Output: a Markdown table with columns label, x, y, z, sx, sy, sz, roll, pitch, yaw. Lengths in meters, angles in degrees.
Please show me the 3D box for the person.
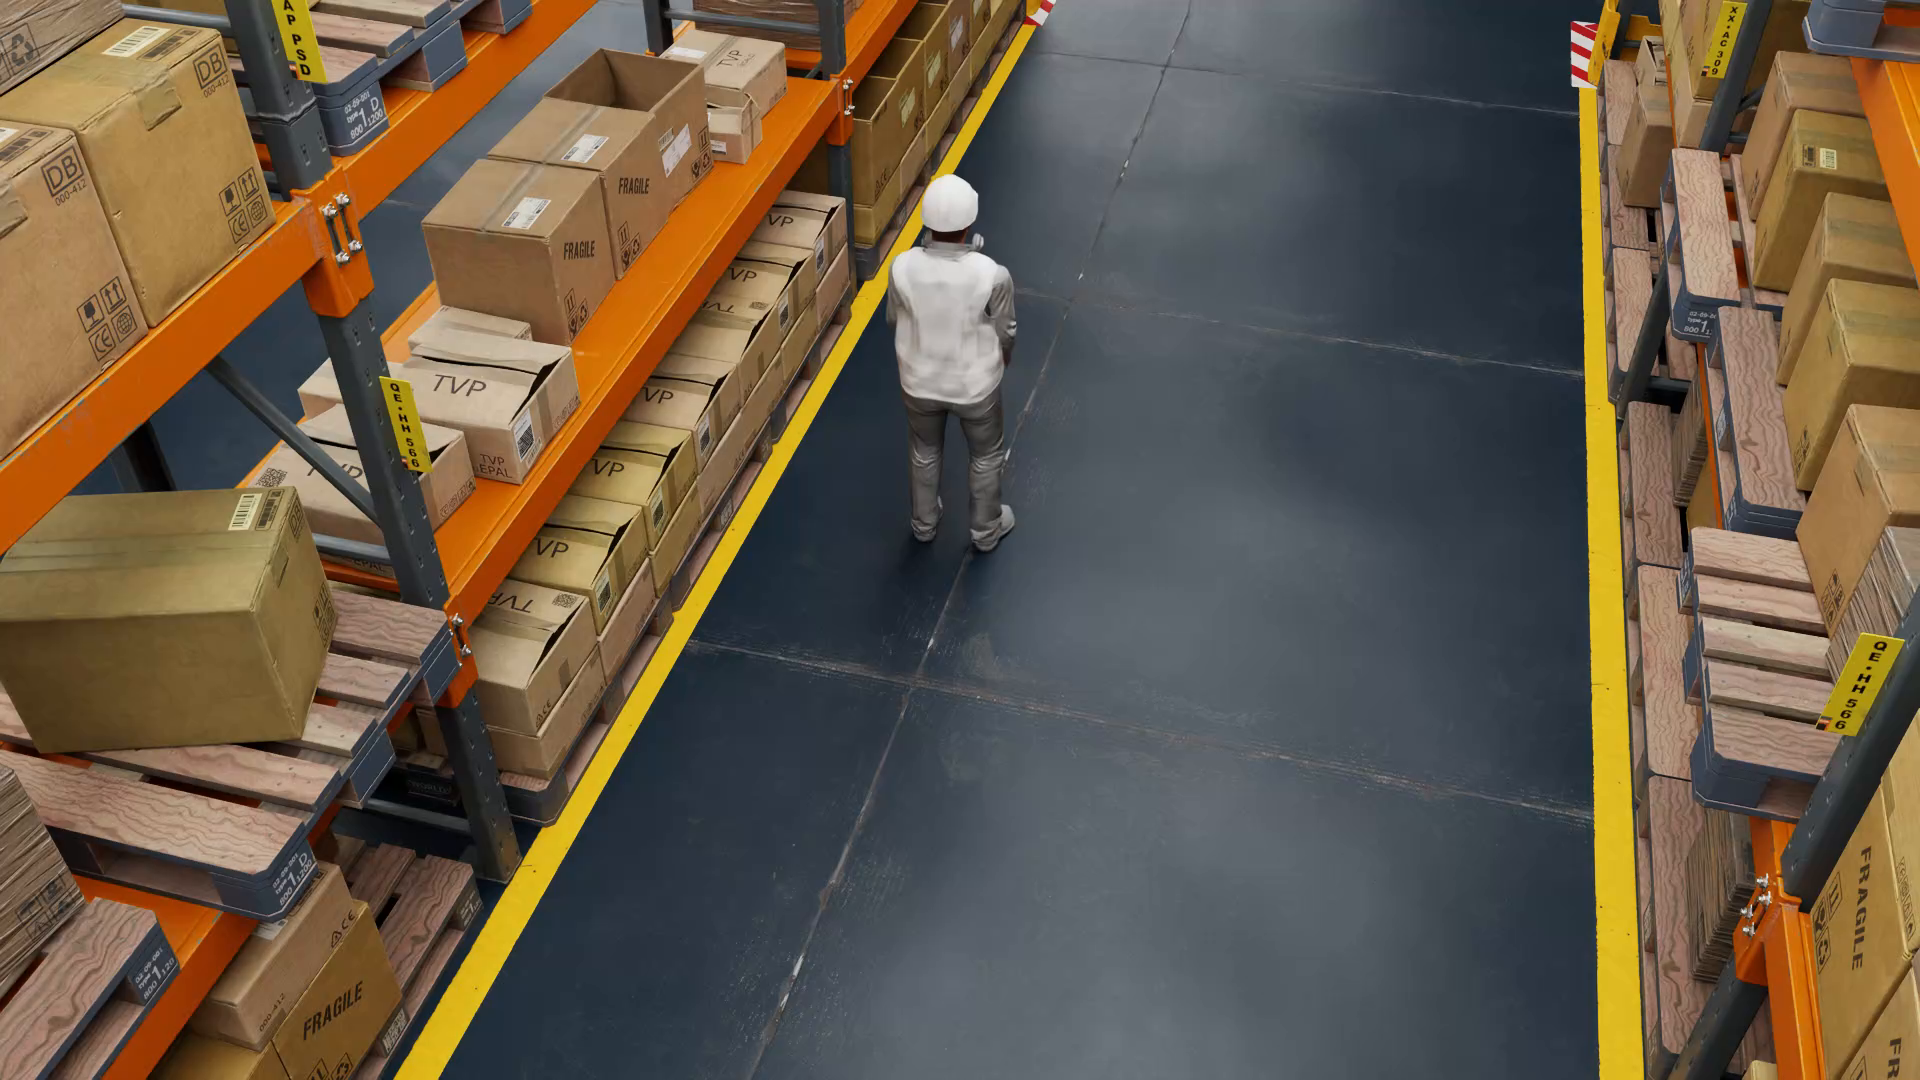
| label | x | y | z | sx | sy | sz | roll | pitch | yaw |
| --- | --- | --- | --- | --- | --- | --- | --- | --- | --- |
| person | -0.013 | -0.709 | 6.954 | 0.507 | 1.779 | 0.458 | 9 | 42 | 11 |
